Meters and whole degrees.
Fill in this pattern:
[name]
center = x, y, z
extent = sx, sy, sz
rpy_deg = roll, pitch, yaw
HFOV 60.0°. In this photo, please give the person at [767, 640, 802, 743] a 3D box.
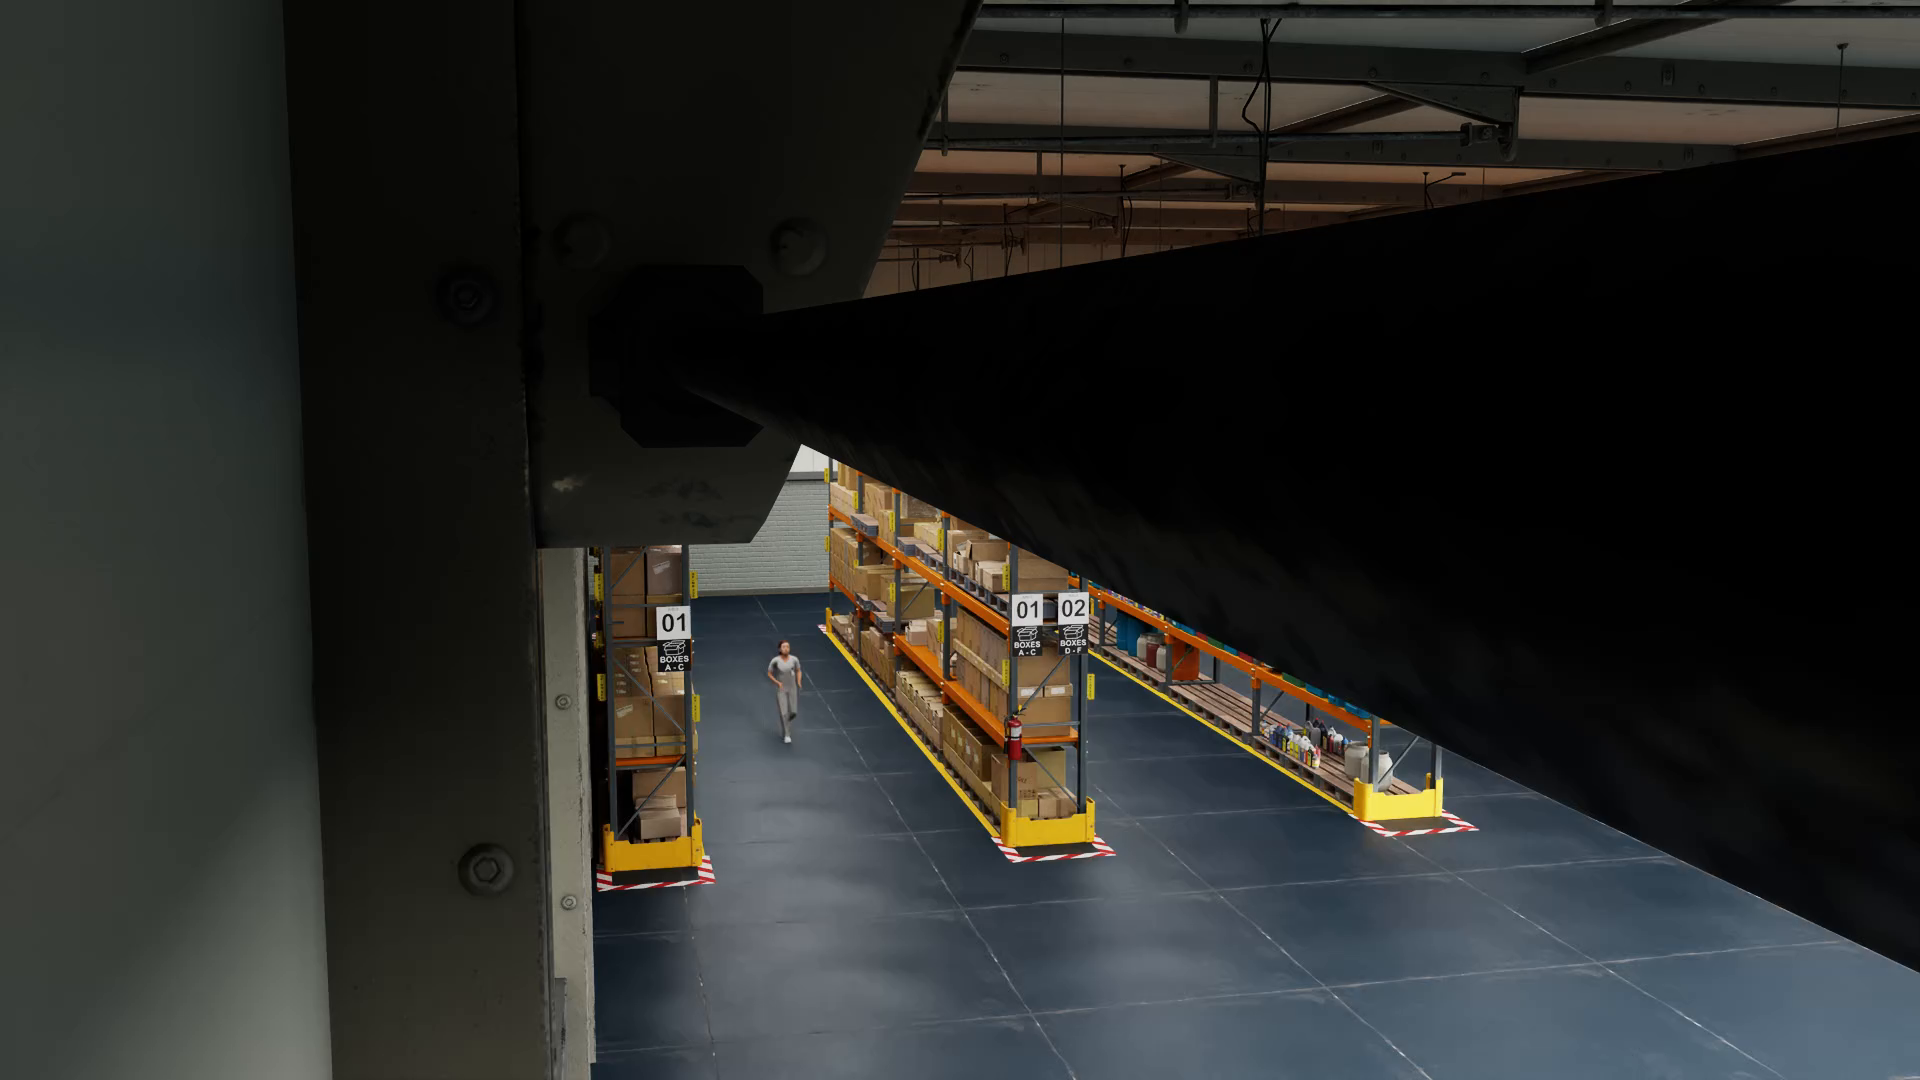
[person]
center = -2.785, 2.392, 26.497
extent = 0.565, 1.630, 0.572
rpy_deg = -2, 7, -18
